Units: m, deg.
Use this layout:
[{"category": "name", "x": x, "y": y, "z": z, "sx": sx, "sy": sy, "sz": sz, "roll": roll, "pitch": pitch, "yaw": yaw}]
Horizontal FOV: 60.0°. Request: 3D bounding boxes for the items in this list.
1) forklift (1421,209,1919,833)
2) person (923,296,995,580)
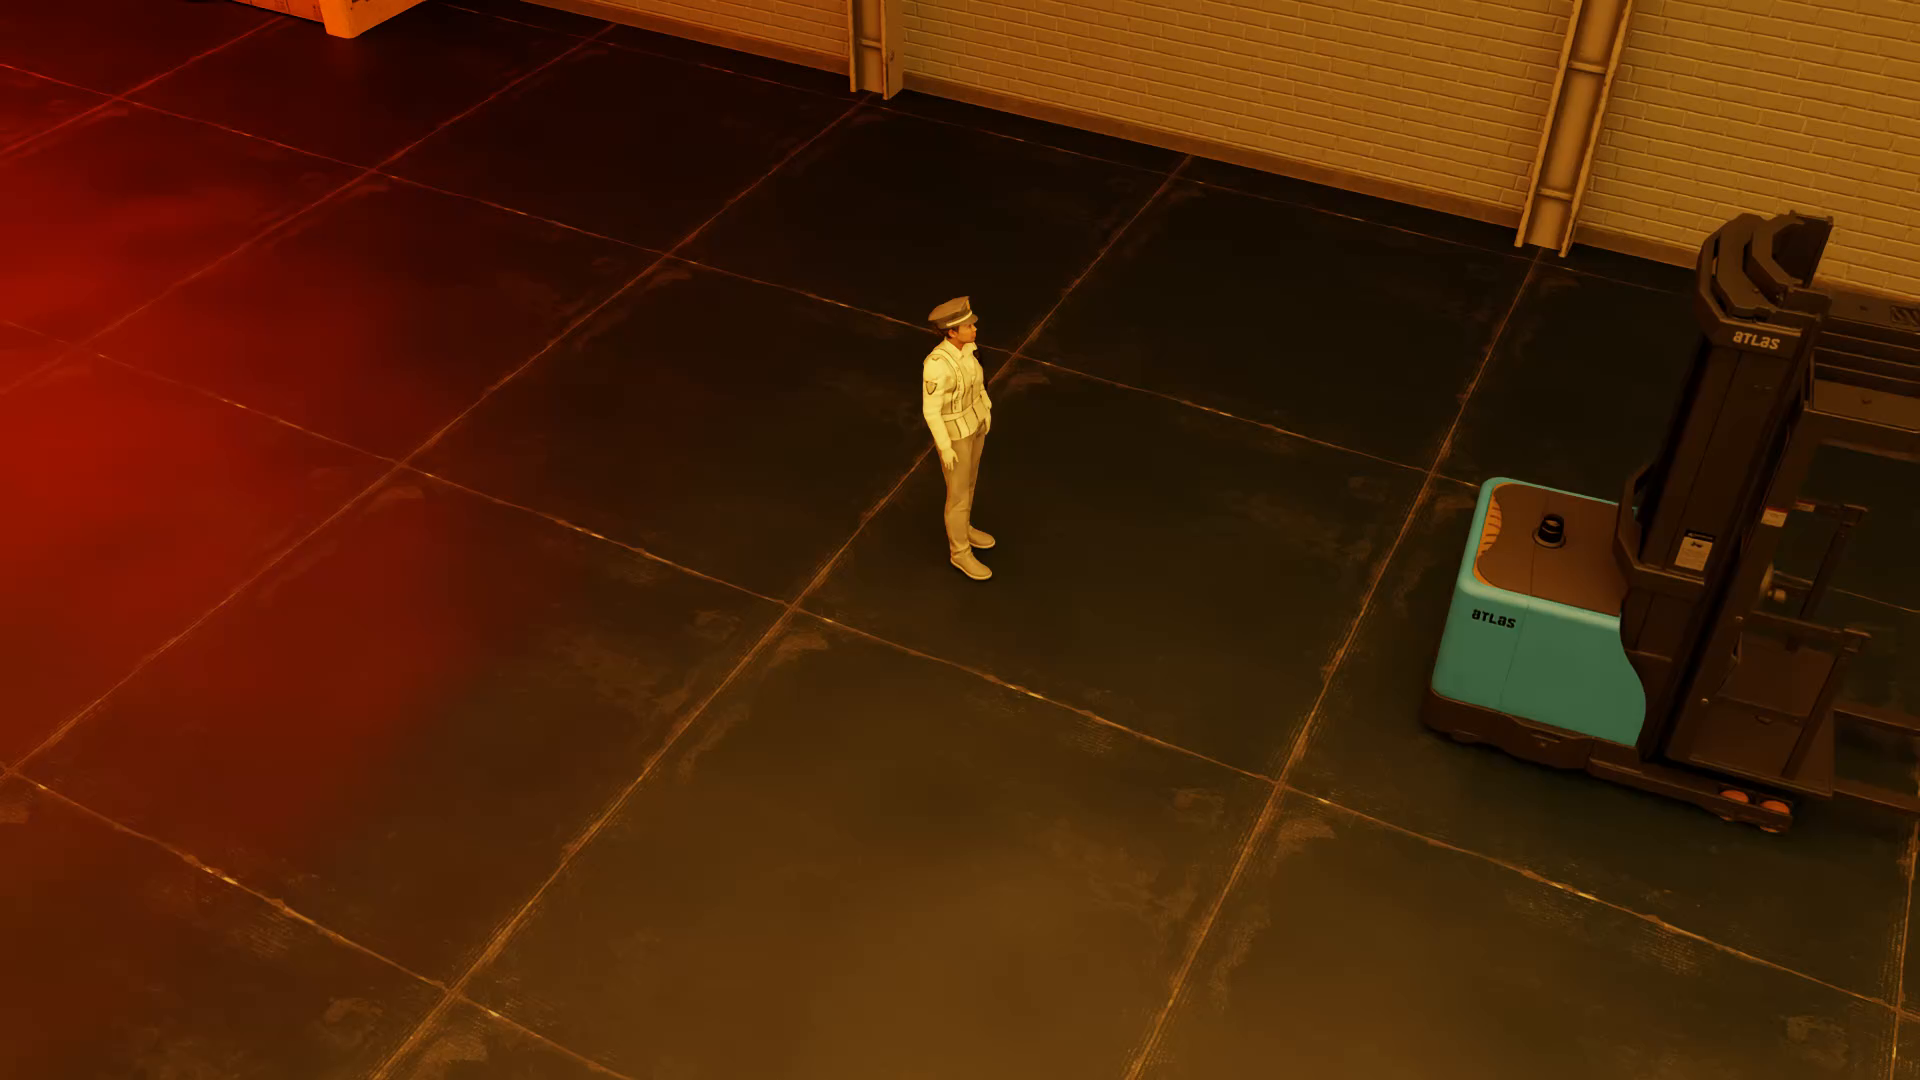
[{"category": "forklift", "x": 4.067, "y": -0.020, "z": 8.010, "sx": 3.031, "sy": 2.935, "sz": 1.130, "roll": 14, "pitch": 42, "yaw": 17}, {"category": "person", "x": 0.058, "y": -0.629, "z": 9.682, "sx": 0.530, "sy": 1.694, "sz": 0.586, "roll": 18, "pitch": 43, "yaw": 21}]
